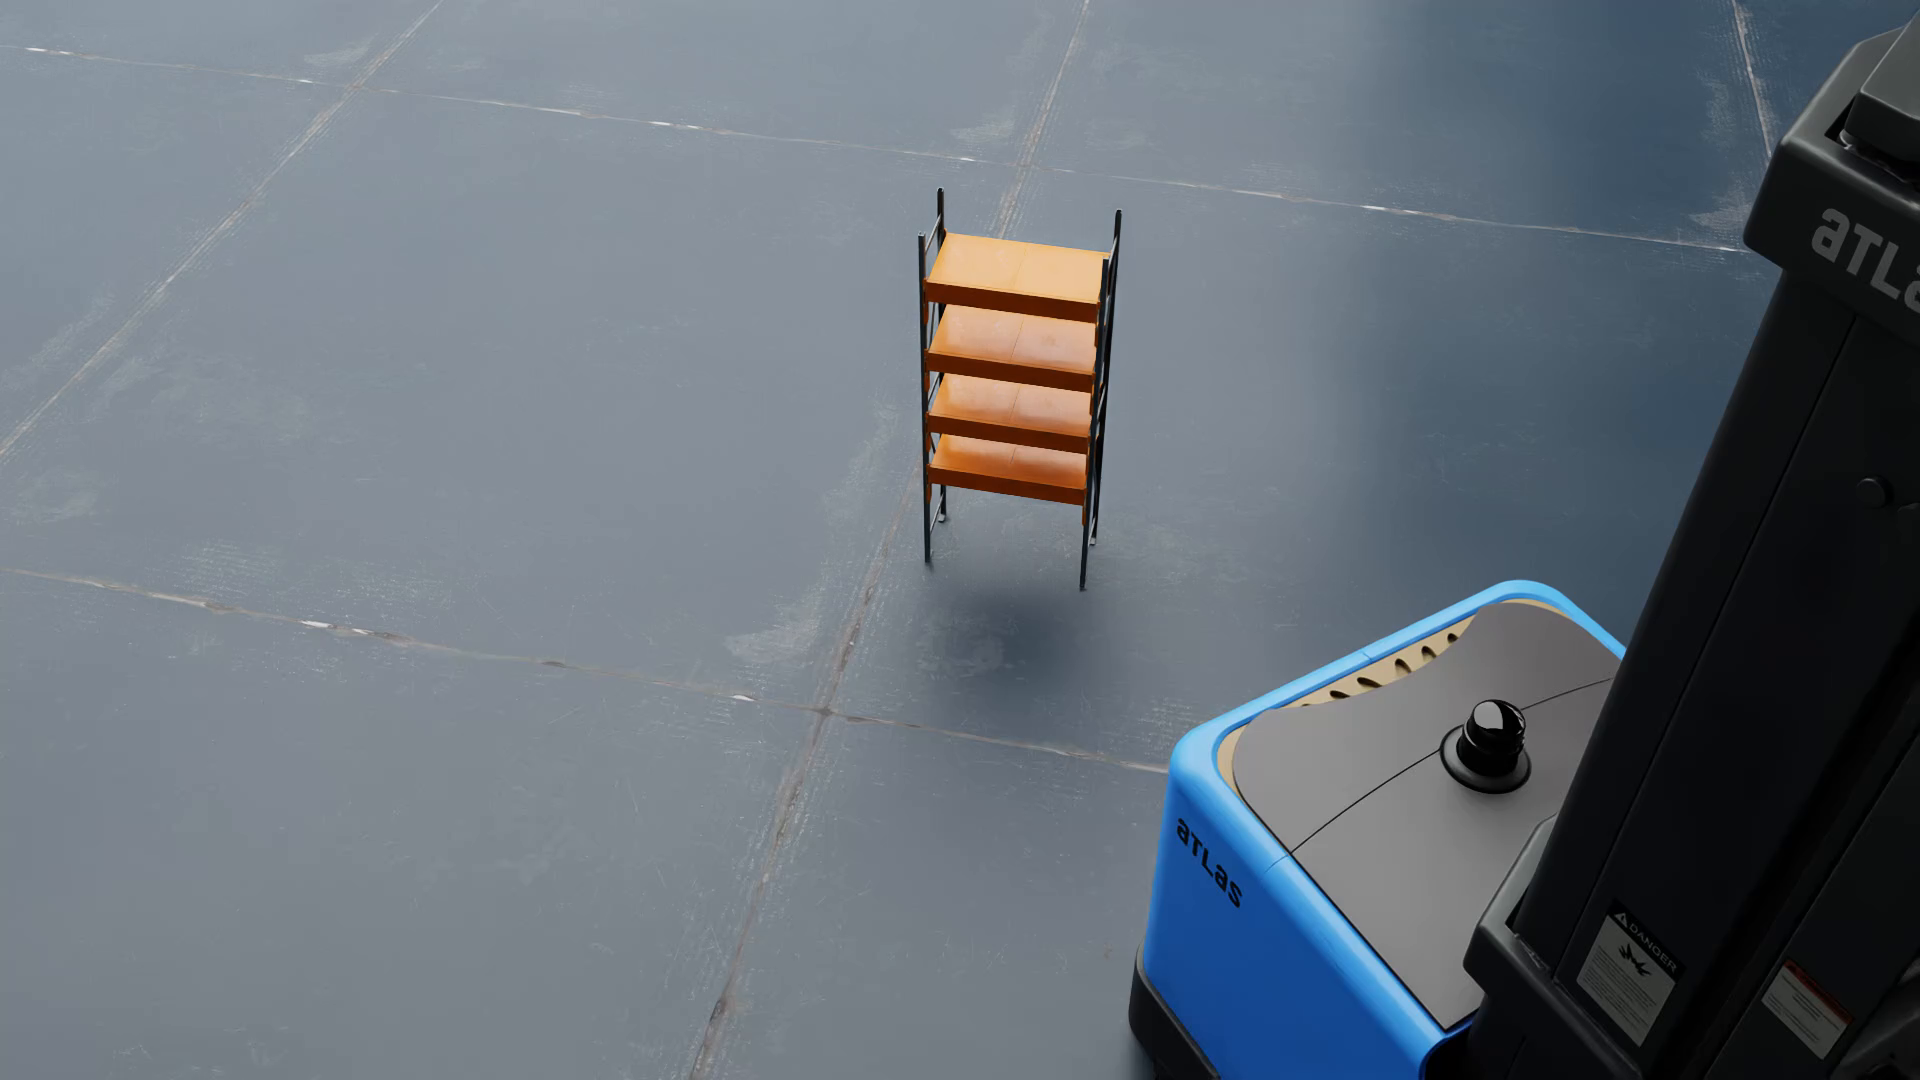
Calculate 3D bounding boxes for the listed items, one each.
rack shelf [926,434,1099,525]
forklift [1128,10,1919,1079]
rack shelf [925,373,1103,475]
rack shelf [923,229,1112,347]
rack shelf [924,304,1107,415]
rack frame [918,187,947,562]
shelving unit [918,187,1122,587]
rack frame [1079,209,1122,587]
[{"bbox_3d":[0.162,-0.216,4.992,0.480,0.148,0.258,9,45,9],"label":"rack shelf"},{"bbox_3d":[1.574,0.834,2.270,1.130,2.935,3.031,-22,48,-21],"label":"forklift"},{"bbox_3d":[0.162,-0.359,4.855,0.480,0.148,0.258,9,45,9],"label":"rack shelf"},{"bbox_3d":[0.162,-0.690,4.535,0.480,0.148,0.258,9,45,9],"label":"rack shelf"},{"bbox_3d":[0.162,-0.520,4.699,0.480,0.148,0.258,9,45,9],"label":"rack shelf"},{"bbox_3d":[-0.077,-0.444,4.846,0.015,1.200,0.240,9,45,9],"label":"rack frame"},{"bbox_3d":[0.162,-0.407,4.808,0.503,1.200,0.258,9,45,9],"label":"shelving unit"},{"bbox_3d":[0.400,-0.370,4.769,0.015,1.200,0.240,9,45,9],"label":"rack frame"}]
